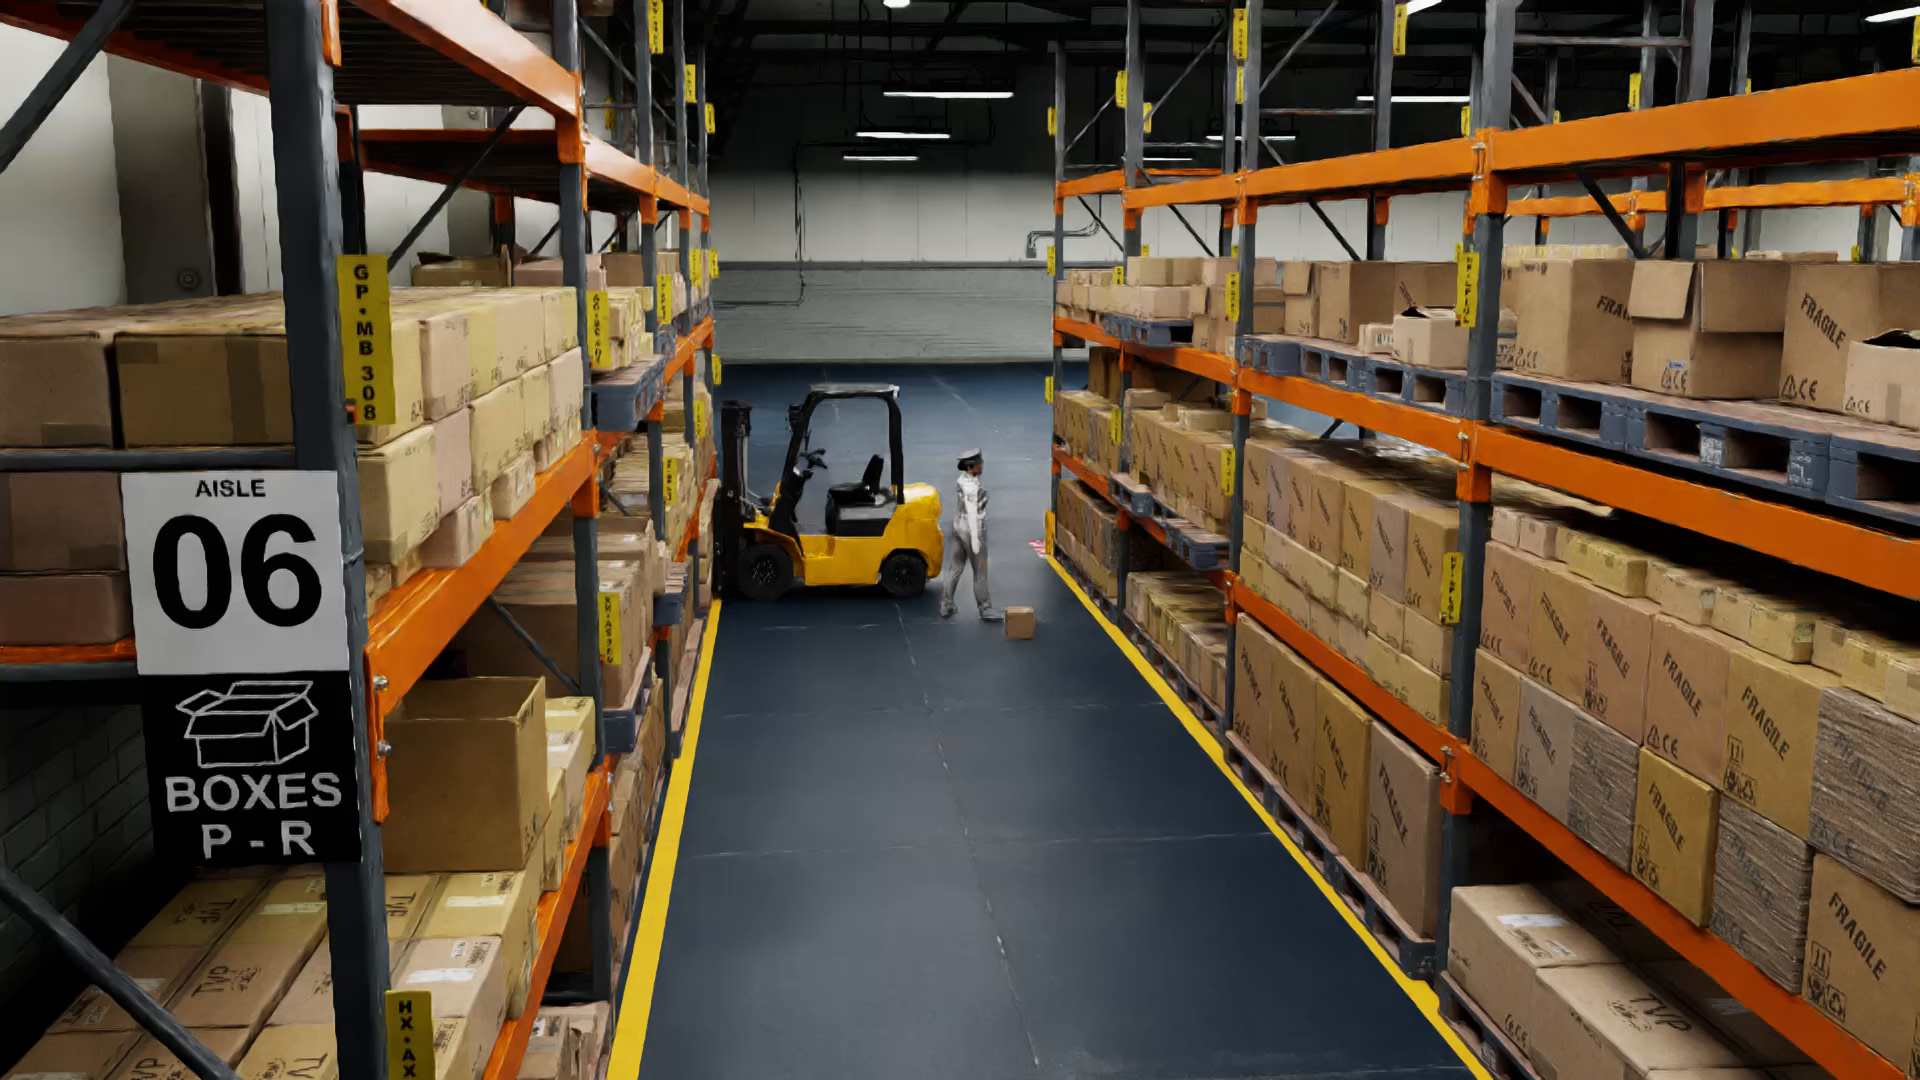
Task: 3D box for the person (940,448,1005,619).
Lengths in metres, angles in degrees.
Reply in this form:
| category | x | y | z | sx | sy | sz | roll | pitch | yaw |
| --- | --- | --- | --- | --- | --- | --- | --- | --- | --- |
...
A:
| category | x | y | z | sx | sy | sz | roll | pitch | yaw |
| --- | --- | --- | --- | --- | --- | --- | --- | --- | --- |
| person | 0.146 | -0.060 | 16.130 | 0.635 | 1.658 | 0.679 | -2 | 10 | -14 |
